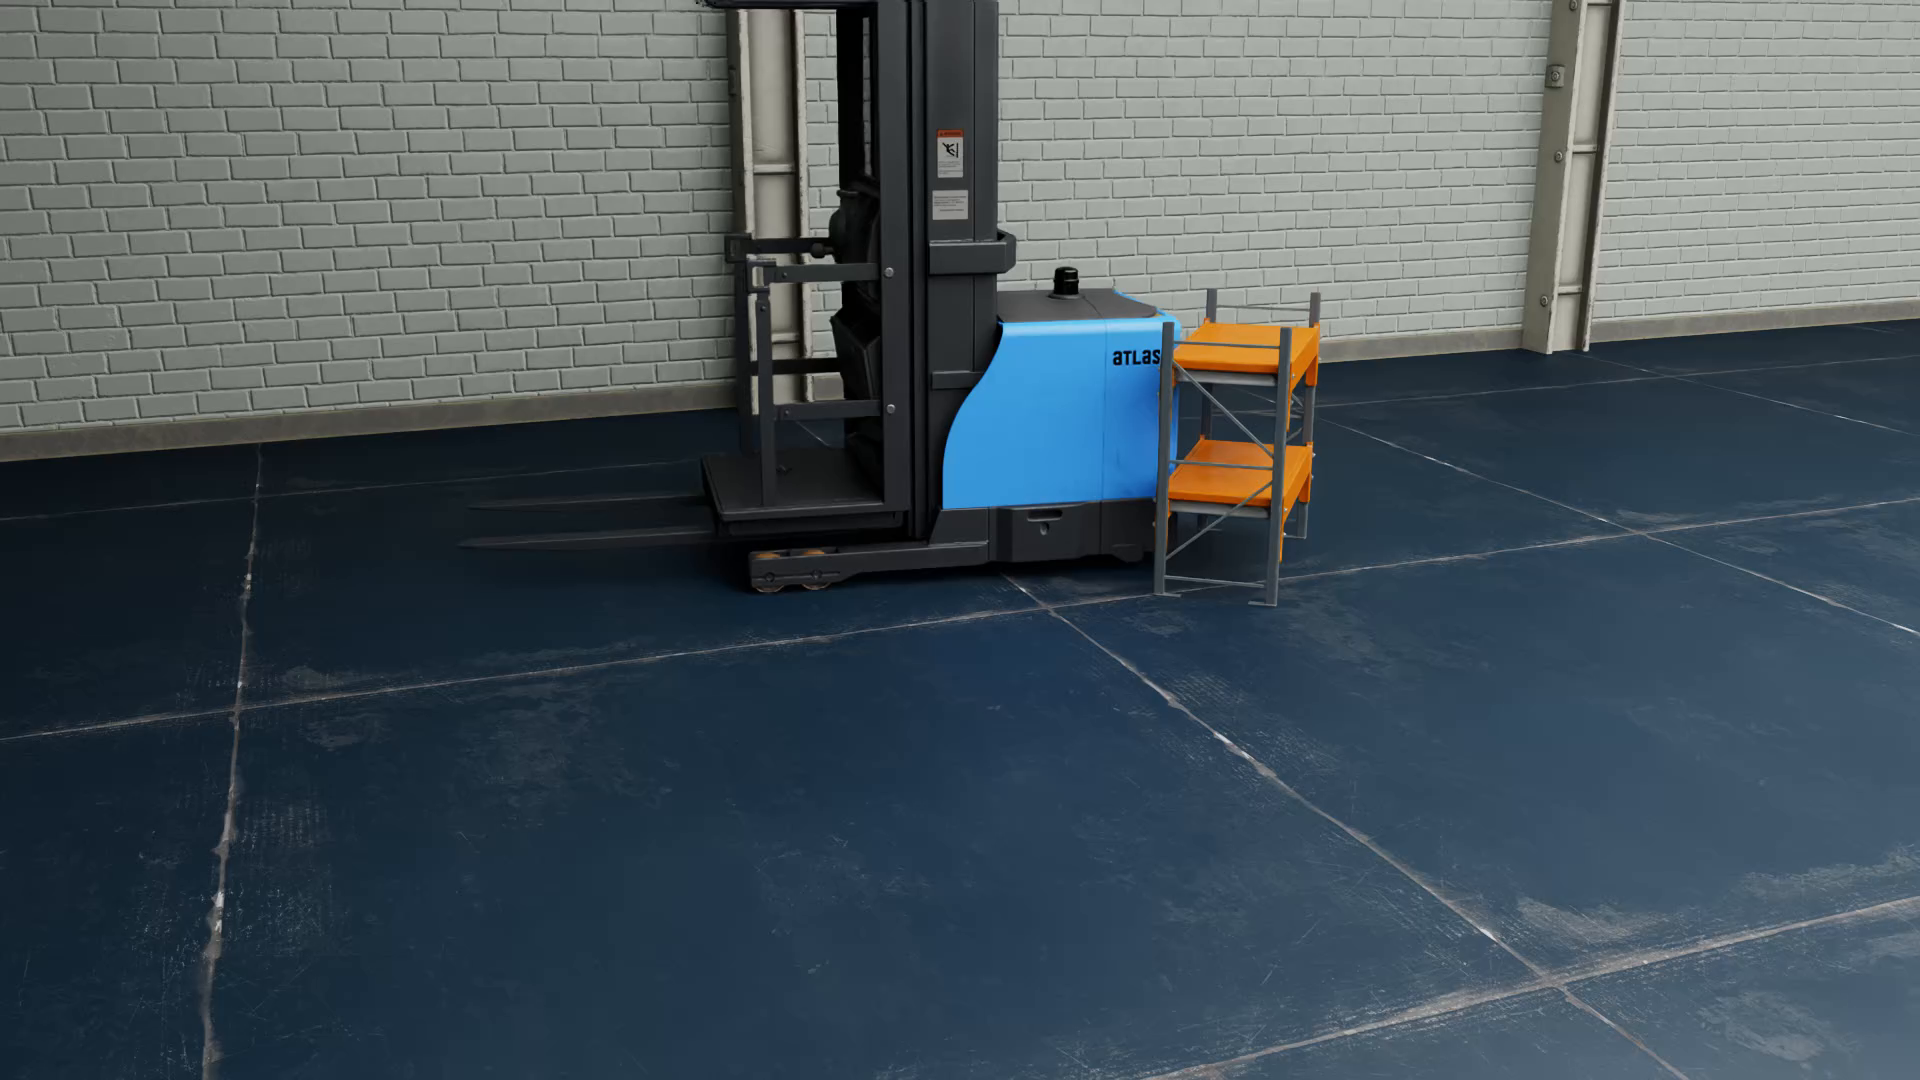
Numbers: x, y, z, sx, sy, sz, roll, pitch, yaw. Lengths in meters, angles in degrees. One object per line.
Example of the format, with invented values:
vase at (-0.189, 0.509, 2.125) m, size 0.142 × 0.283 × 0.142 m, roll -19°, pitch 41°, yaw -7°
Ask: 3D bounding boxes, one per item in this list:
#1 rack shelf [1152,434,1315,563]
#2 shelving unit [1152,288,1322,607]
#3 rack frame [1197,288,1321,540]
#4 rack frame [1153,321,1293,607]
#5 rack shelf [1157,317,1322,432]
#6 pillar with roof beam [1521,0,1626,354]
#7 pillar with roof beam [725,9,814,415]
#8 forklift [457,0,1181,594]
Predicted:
rack shelf at (1.191, -0.197, 7.139) m, size 0.538 × 0.278 × 1.000 m, roll 5°, pitch 17°, yaw 17°
shelving unit at (1.191, -0.431, 7.070) m, size 0.538 × 1.125 × 1.048 m, roll 5°, pitch 17°, yaw 17°
rack frame at (1.347, -0.568, 7.535) m, size 0.500 × 1.125 × 0.032 m, roll 5°, pitch 17°, yaw 17°
rack frame at (1.035, -0.295, 6.606) m, size 0.500 × 1.125 × 0.032 m, roll 5°, pitch 17°, yaw 17°
rack shelf at (1.191, -0.712, 6.988) m, size 0.538 × 0.278 × 1.000 m, roll 5°, pitch 17°, yaw 17°
pillar with roof beam at (5.998, -4.618, 7.353) m, size 0.400 × 9.000 × 9.100 m, roll -6°, pitch 17°, yaw -20°
pillar with roof beam at (0.395, -4.013, 5.293) m, size 0.400 × 9.000 × 9.100 m, roll -6°, pitch 17°, yaw -20°
forklift at (-0.625, -1.349, 6.989) m, size 3.031 × 2.935 × 1.130 m, roll -4°, pitch 17°, yaw -12°
